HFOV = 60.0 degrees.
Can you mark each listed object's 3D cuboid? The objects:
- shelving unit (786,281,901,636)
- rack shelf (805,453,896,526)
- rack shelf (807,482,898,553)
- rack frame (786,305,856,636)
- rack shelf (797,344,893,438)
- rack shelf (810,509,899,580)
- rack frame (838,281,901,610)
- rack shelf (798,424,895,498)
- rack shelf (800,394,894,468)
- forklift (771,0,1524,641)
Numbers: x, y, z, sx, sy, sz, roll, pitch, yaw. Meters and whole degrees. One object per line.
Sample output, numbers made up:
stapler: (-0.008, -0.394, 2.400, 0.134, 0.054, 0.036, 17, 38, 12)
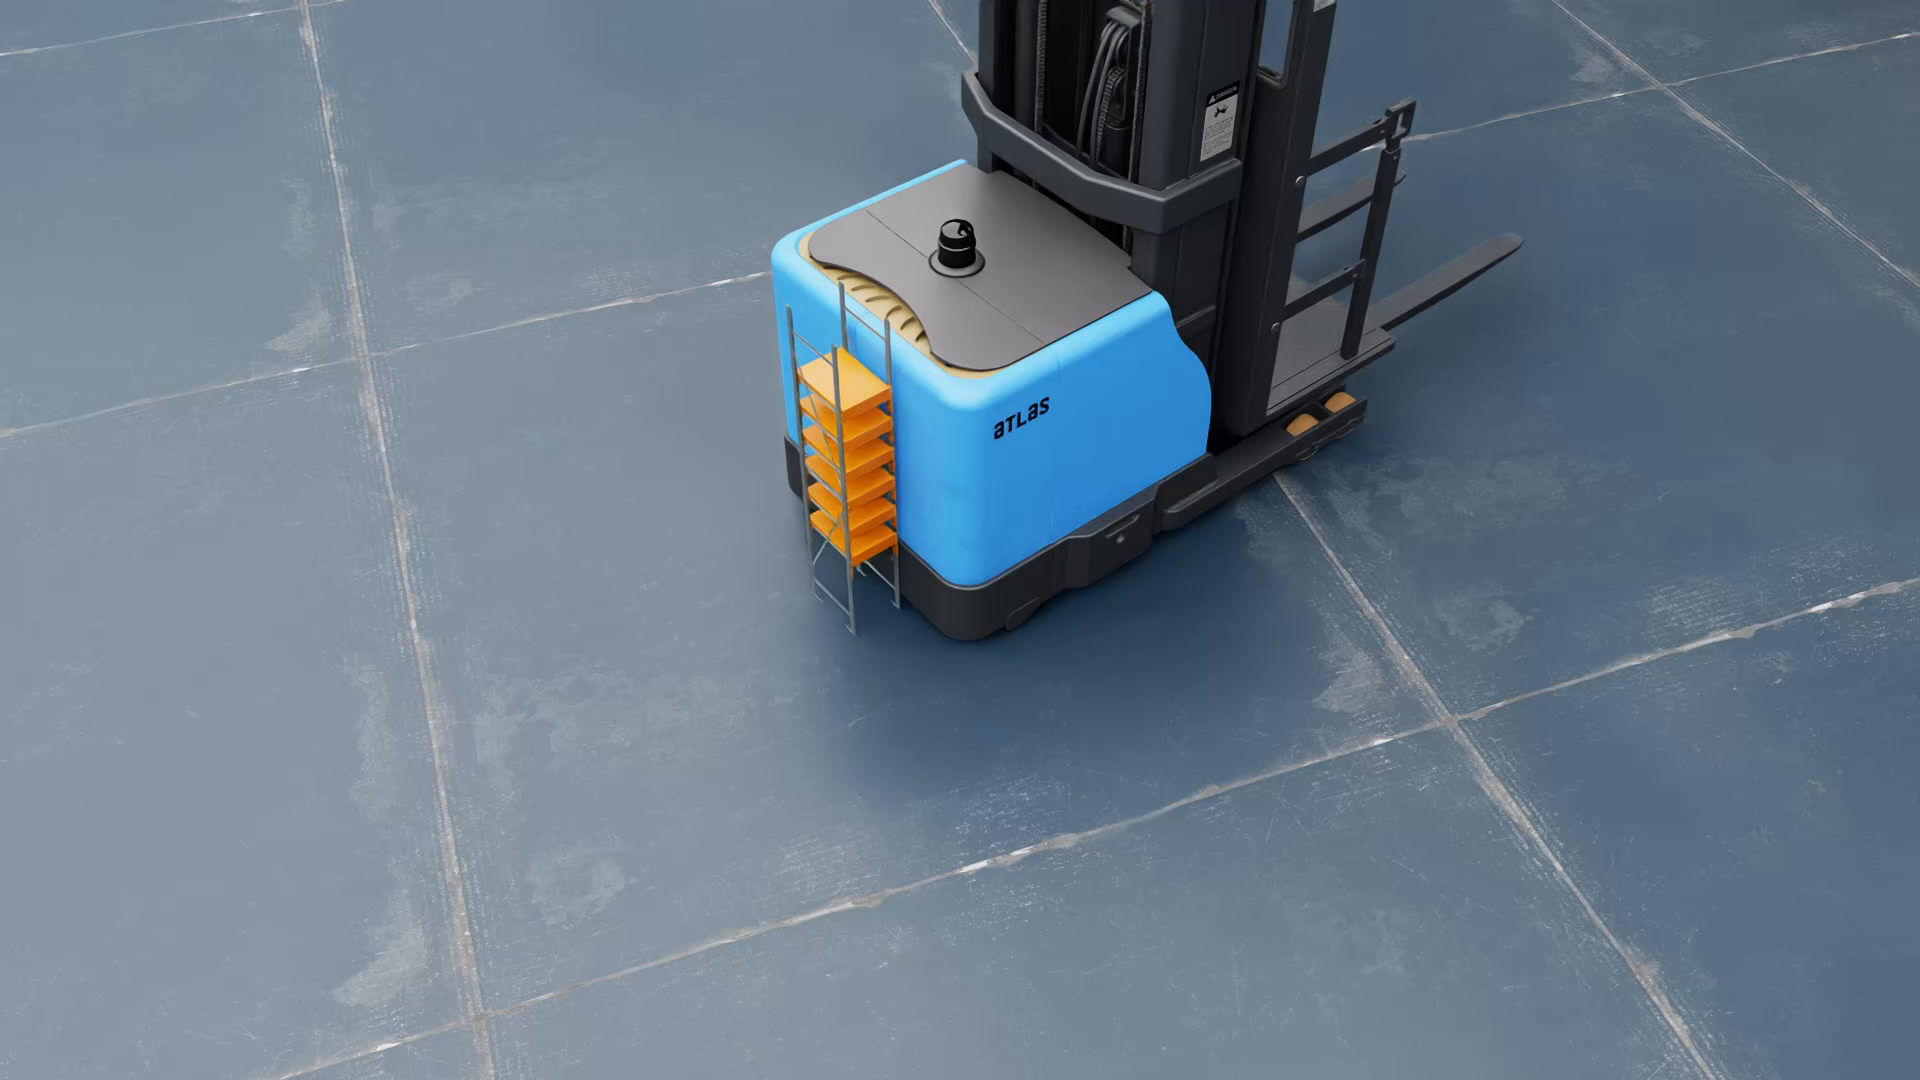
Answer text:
shelving unit: (-0.346, -0.218, 5.120, 0.189, 1.200, 0.258, -30, 52, -26)
rack shelf: (-0.346, -0.186, 5.151, 0.180, 0.103, 0.258, -30, 52, -26)
rack shelf: (-0.346, -0.102, 5.236, 0.180, 0.103, 0.258, -30, 52, -26)
rack frame: (-0.417, -0.177, 5.079, 0.006, 1.200, 0.240, -30, 52, -26)
rack shelf: (-0.346, -0.440, 4.896, 0.180, 0.103, 0.258, -30, 52, -26)
rack shelf: (-0.346, -0.017, 5.321, 0.180, 0.103, 0.258, -30, 52, -26)
rack frame: (-0.275, -0.258, 5.160, 0.006, 1.200, 0.240, -30, 52, -26)
rack shelf: (-0.346, -0.271, 5.066, 0.180, 0.103, 0.258, -30, 52, -26)
rack shelf: (-0.346, -0.356, 4.981, 0.180, 0.103, 0.258, -30, 52, -26)
forklift: (0.862, -1.590, 5.265, 3.031, 2.935, 1.130, -30, 52, -26)
